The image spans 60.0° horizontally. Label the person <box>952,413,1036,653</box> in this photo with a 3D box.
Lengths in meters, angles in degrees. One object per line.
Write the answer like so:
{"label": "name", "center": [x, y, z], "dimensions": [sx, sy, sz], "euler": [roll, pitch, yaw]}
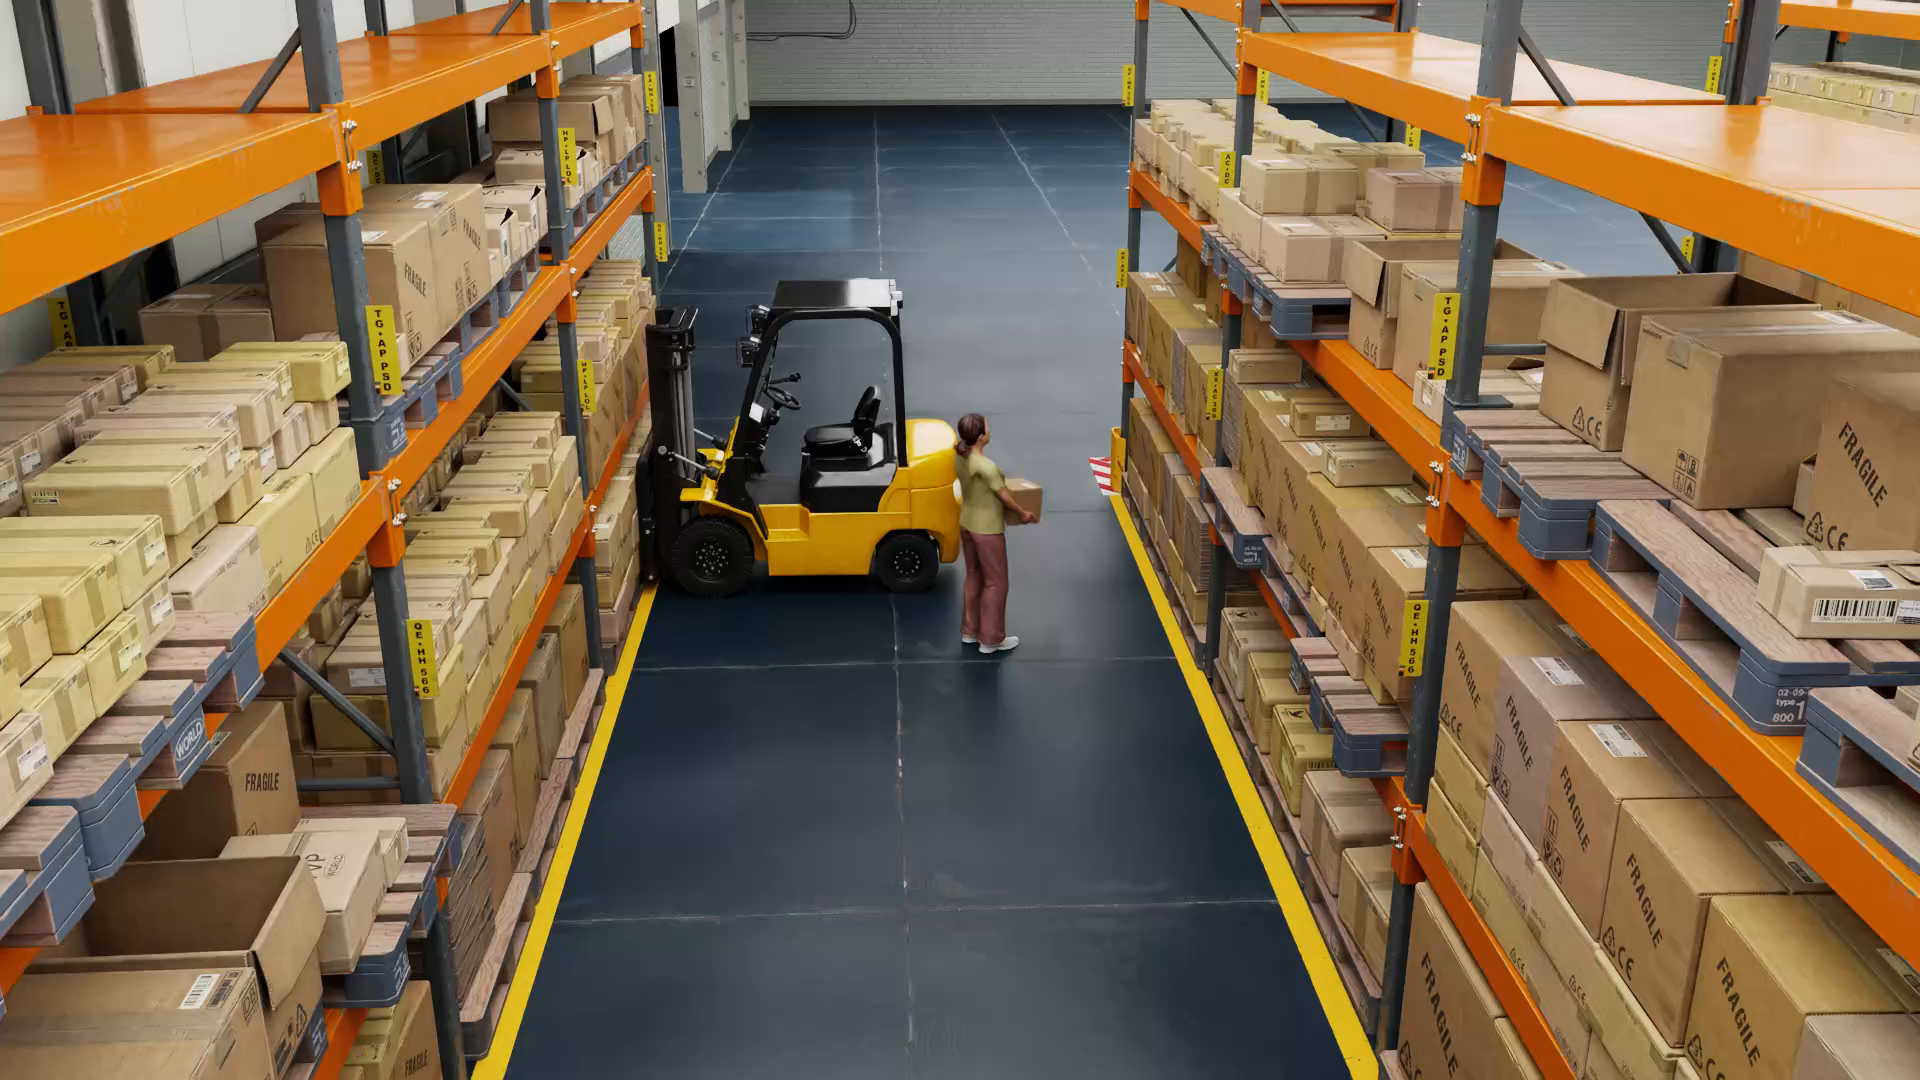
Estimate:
{"label": "person", "center": [0.203, -0.076, 11.286], "dimensions": [0.550, 1.671, 0.435], "euler": [-13, 24, -30]}
